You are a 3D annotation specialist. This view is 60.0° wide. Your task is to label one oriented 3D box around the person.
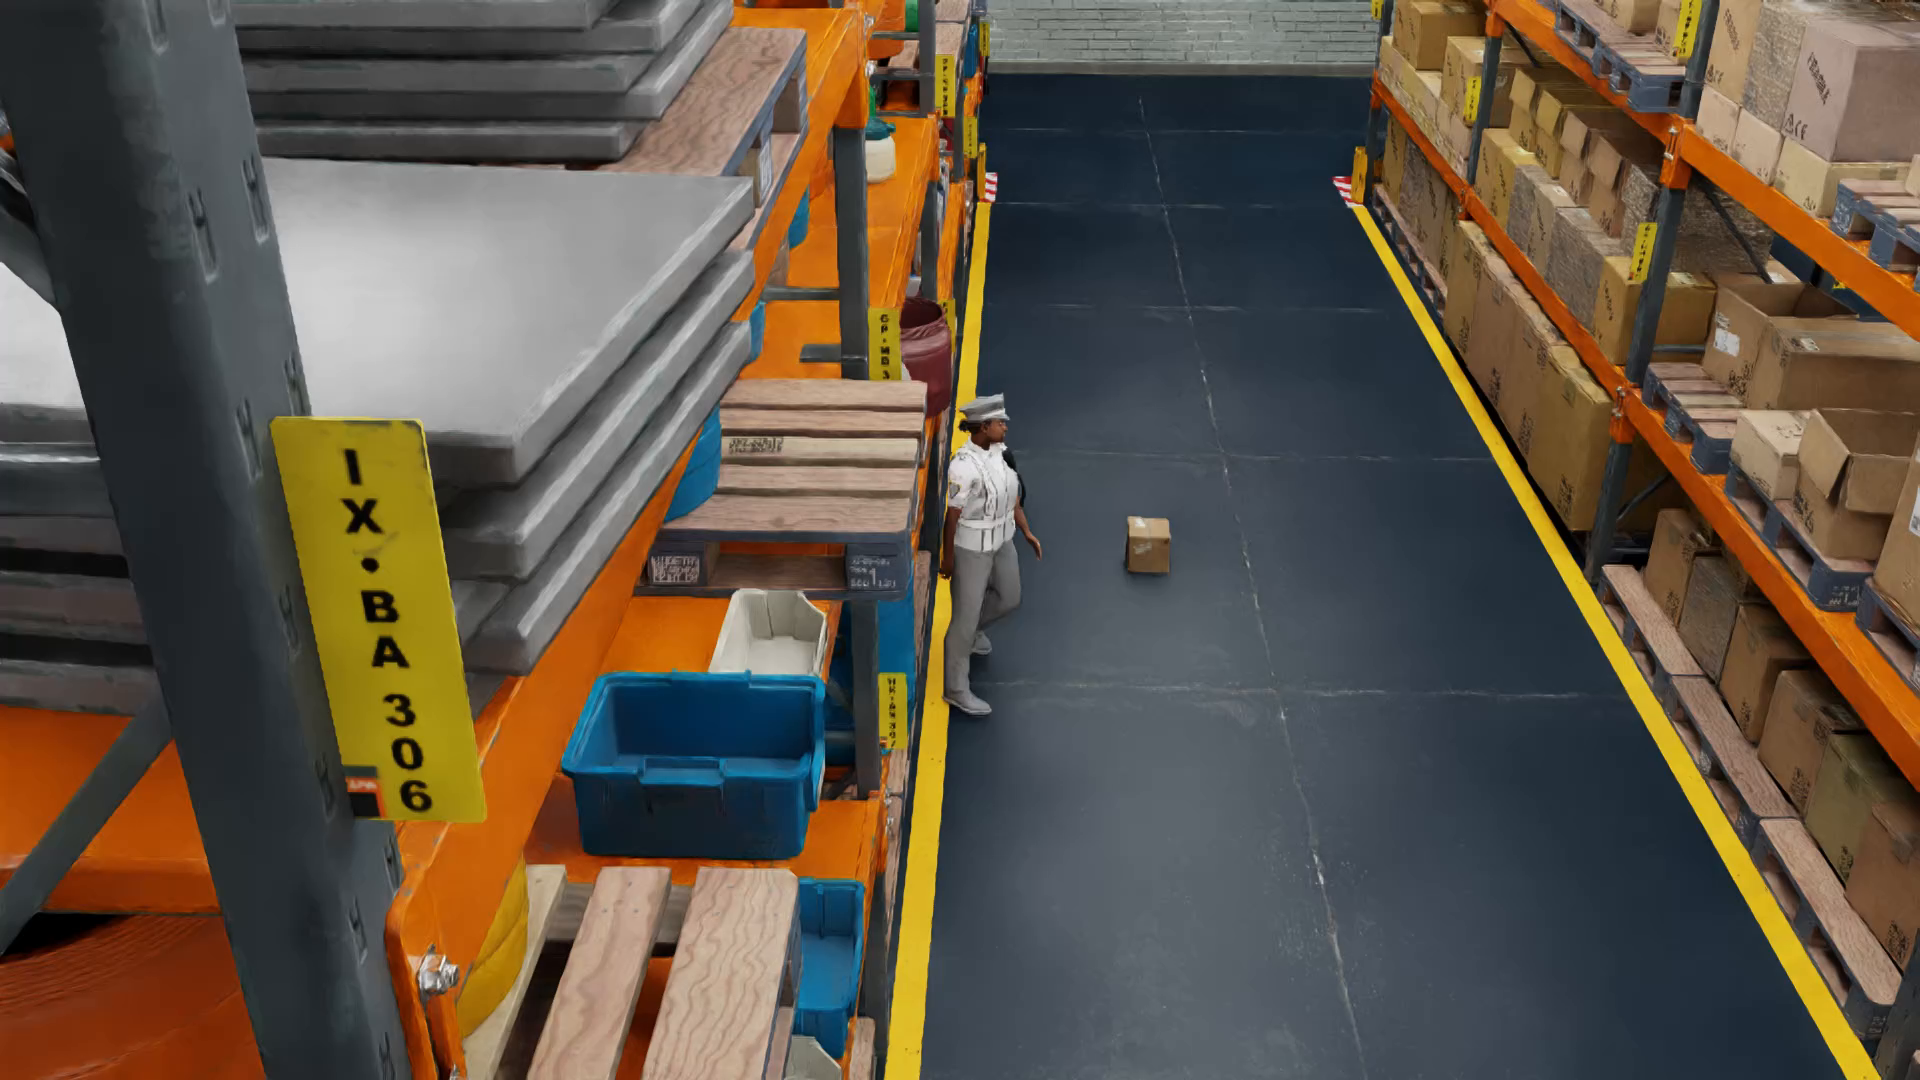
[{"bbox_3d":[0.104,0.049,8.764,0.591,1.650,0.654,15,32,26],"label":"person"}]
